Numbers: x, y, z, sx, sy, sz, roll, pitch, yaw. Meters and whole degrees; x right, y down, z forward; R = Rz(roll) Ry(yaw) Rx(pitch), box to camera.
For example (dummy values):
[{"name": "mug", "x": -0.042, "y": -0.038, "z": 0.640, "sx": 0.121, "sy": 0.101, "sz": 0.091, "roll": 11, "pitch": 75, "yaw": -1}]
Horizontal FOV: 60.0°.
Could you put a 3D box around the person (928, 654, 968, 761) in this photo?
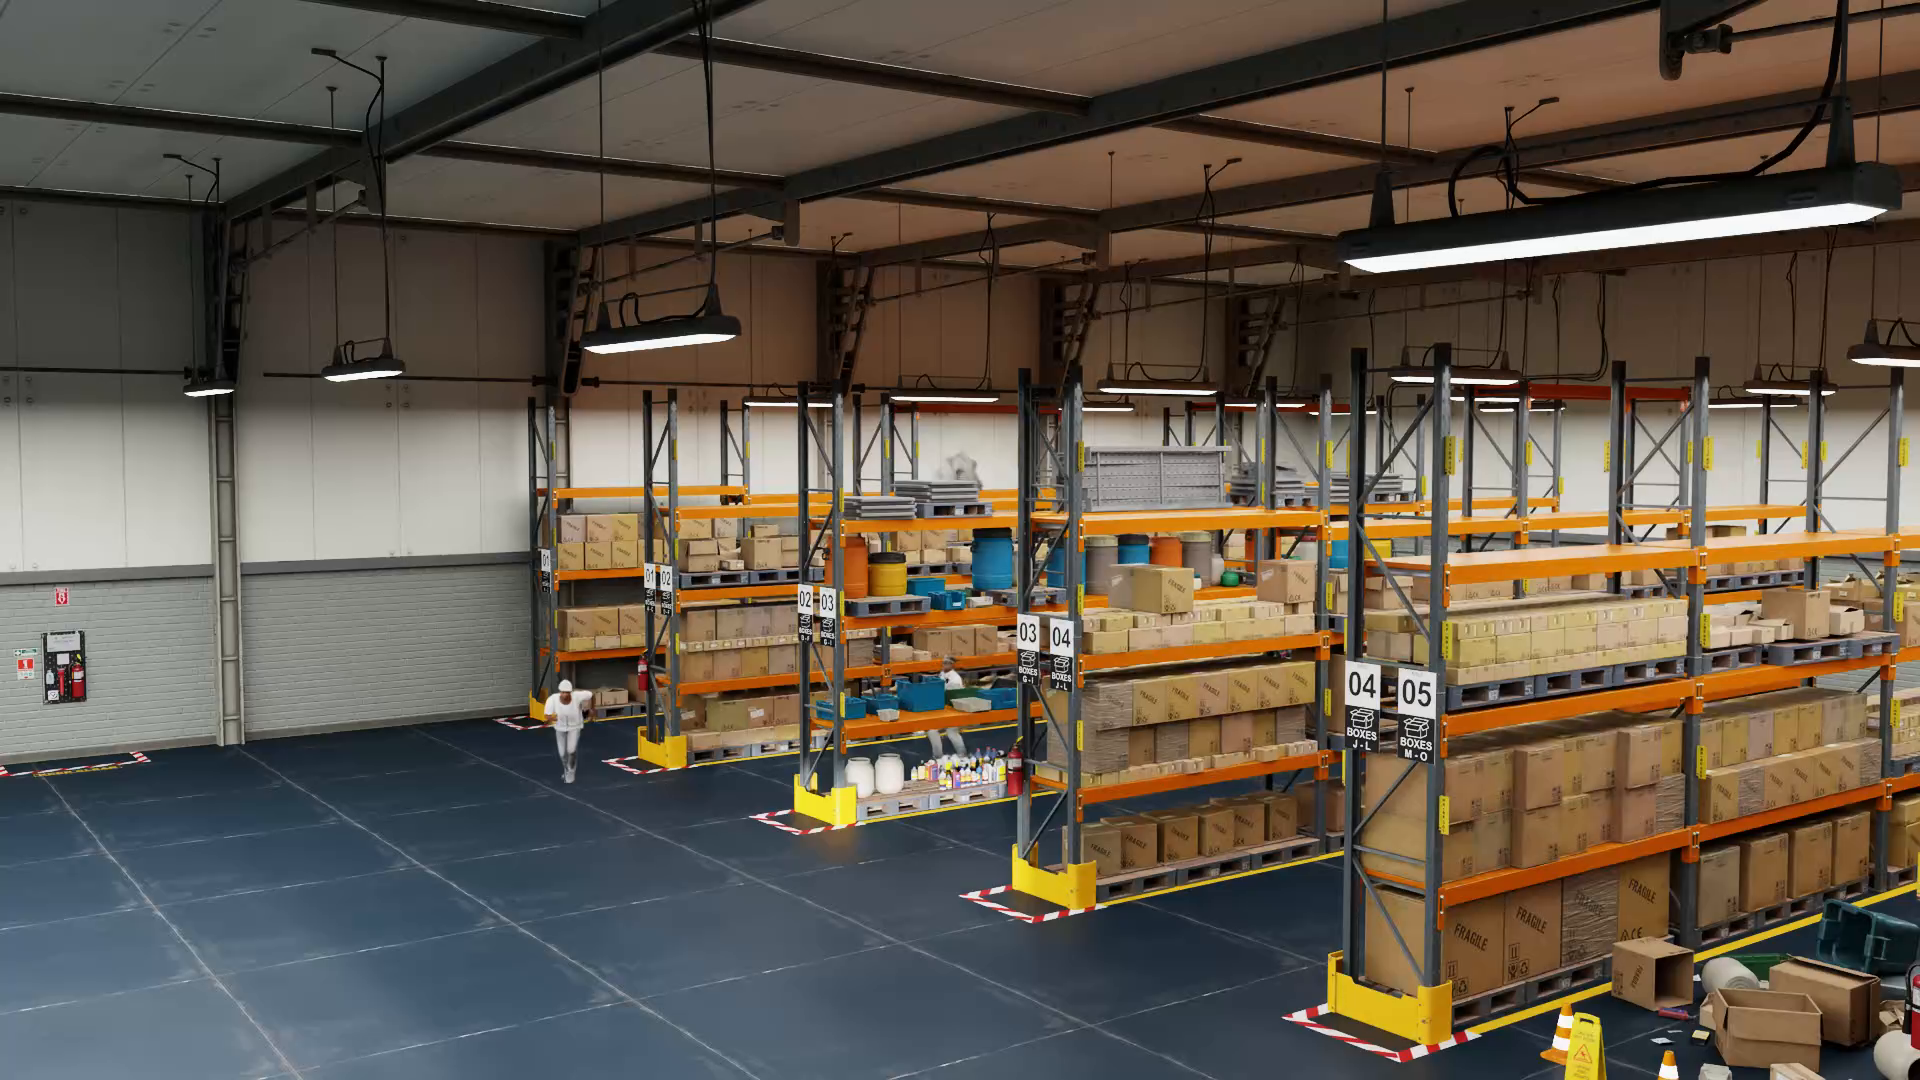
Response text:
[{"name": "person", "x": -0.211, "y": 2.729, "z": 26.407, "sx": 0.745, "sy": 1.846, "sz": 0.639, "roll": -3, "pitch": 5, "yaw": -43}]

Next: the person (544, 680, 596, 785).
[{"name": "person", "x": -5.866, "y": 2.876, "z": 25.041, "sx": 0.738, "sy": 1.630, "sz": 0.948, "roll": 0, "pitch": 3, "yaw": -7}]

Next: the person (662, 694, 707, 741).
[{"name": "person", "x": -4.756, "y": 2.618, "z": 28.787, "sx": 0.599, "sy": 1.651, "sz": 0.919, "roll": 3, "pitch": 5, "yaw": 45}]
